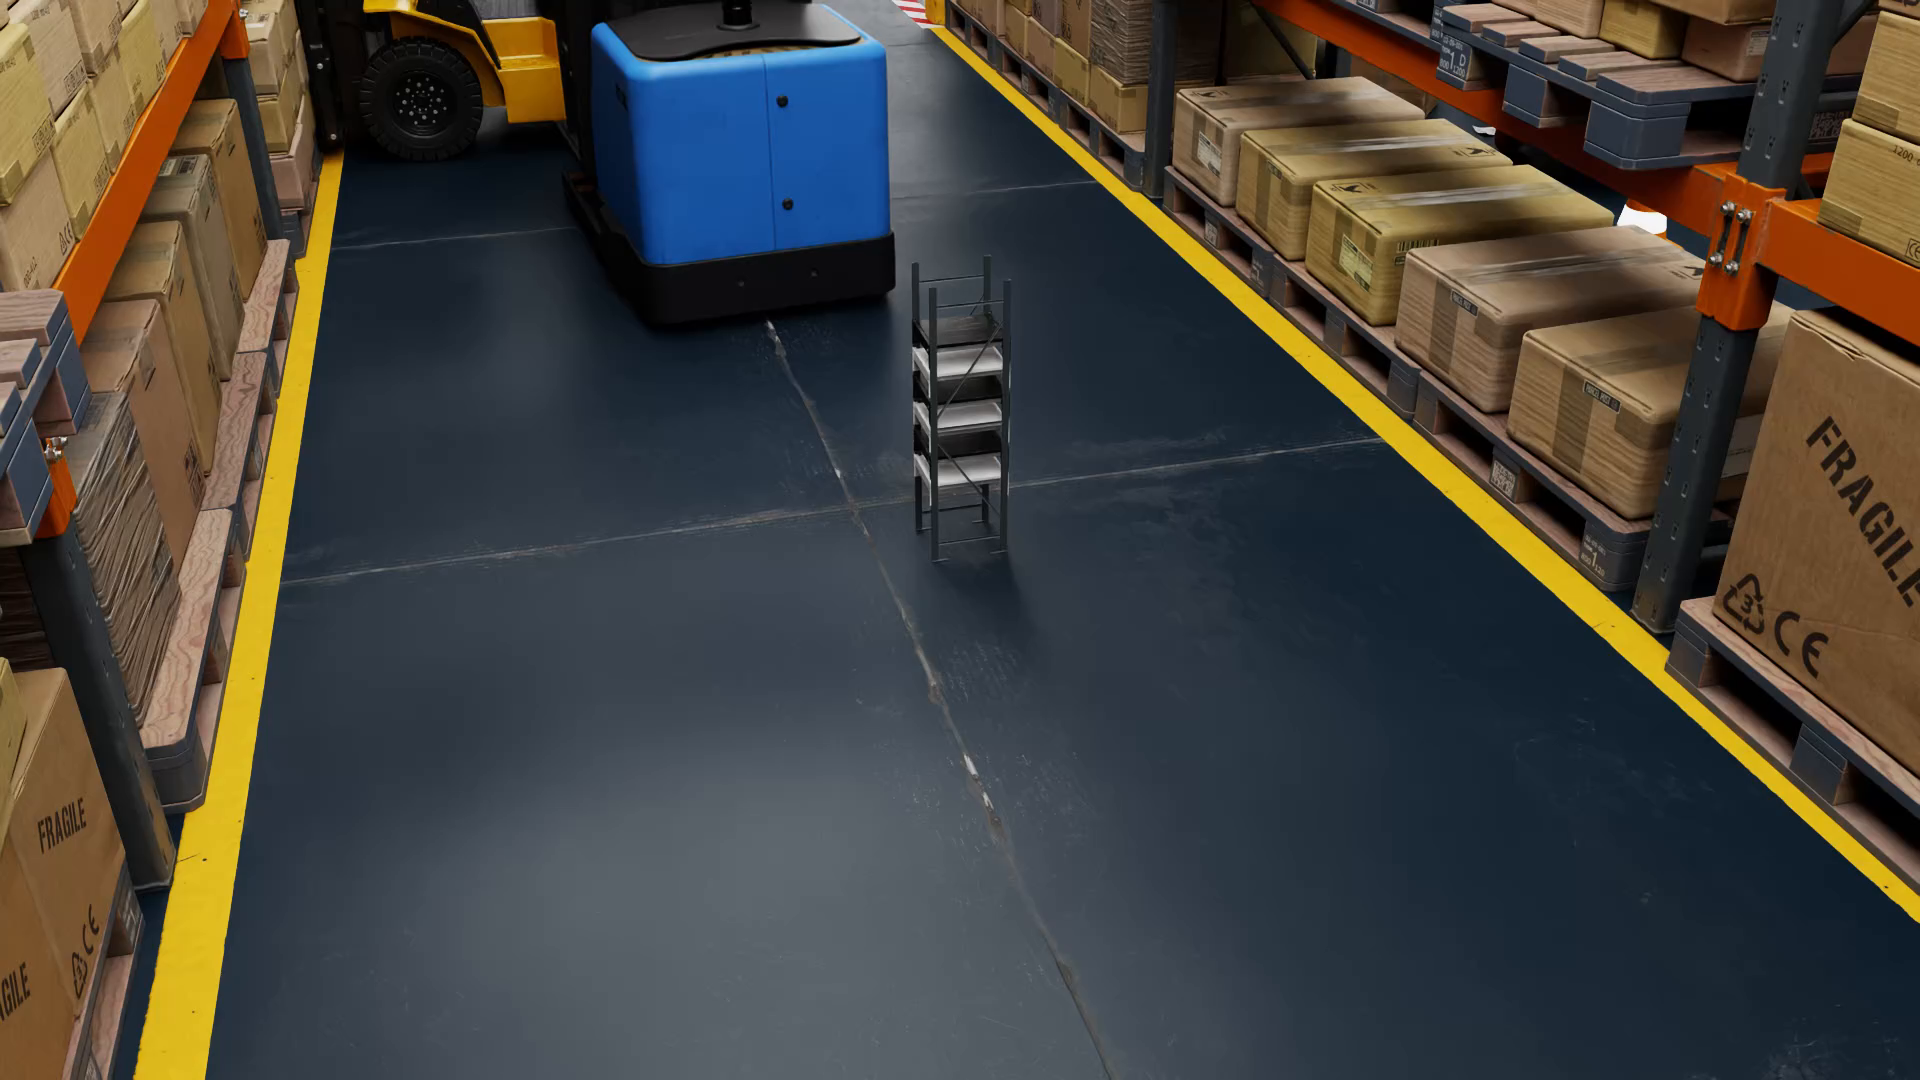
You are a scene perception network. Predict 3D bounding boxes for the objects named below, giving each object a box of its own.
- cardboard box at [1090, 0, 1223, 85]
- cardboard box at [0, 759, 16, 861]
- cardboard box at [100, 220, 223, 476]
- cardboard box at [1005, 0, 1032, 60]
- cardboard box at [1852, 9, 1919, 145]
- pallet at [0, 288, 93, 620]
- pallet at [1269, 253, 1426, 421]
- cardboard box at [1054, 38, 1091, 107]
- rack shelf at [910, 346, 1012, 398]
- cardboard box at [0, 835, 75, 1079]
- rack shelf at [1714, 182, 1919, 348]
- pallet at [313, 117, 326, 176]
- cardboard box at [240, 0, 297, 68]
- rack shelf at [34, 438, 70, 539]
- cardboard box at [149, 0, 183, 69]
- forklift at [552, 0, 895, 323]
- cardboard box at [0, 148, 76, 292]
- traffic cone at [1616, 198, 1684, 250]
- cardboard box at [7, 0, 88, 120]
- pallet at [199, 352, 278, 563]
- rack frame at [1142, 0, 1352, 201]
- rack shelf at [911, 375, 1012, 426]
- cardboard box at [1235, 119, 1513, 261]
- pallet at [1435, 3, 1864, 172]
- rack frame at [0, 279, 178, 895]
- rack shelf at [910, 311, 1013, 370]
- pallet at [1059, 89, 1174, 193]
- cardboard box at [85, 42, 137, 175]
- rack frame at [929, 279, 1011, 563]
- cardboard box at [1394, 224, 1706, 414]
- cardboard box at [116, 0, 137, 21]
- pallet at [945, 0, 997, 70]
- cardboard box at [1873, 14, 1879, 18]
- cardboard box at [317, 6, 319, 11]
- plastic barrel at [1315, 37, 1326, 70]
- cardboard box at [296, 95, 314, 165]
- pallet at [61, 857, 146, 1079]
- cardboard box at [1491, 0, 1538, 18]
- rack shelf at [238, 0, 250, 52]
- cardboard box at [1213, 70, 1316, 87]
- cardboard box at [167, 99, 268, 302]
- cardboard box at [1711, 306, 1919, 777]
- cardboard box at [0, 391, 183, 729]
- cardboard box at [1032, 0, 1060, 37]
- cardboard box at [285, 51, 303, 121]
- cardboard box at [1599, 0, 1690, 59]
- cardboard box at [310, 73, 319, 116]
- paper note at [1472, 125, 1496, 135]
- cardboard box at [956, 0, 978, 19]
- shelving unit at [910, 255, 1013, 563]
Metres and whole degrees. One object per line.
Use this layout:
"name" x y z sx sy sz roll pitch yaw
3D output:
"cardboard box" 0.980 -2.613 8.348 0.500 0.500 0.500 -8 31 -14
"cardboard box" -1.850 0.499 2.823 0.380 0.149 0.250 -9 31 -16
"cardboard box" -2.840 -0.550 5.157 0.875 0.625 0.625 -9 31 -15
"cardboard box" 0.566 -3.035 9.824 0.500 0.250 0.500 -6 31 -10
"cardboard box" 2.353 -0.989 3.615 0.500 0.250 0.500 -8 31 -14
"pallet" -2.080 -0.052 2.537 1.213 0.211 1.003 -8 31 -13
"pallet" 1.931 -0.874 6.549 1.003 0.211 1.213 -8 31 -13
"cardboard box" 0.828 -2.544 8.977 0.500 0.250 0.500 -9 31 -15
"rack shelf" 0.002 -0.512 4.944 0.258 0.077 0.200 -8 31 -13
"cardboard box" -1.885 0.866 2.836 0.500 0.500 0.500 -8 31 -14
"rack shelf" 2.988 0.162 2.693 1.077 0.370 4.000 -8 31 -13
"pallet" -3.887 -2.158 8.768 1.003 0.211 1.213 -8 31 -13
"cardboard box" -3.341 -2.333 7.614 0.500 0.250 0.500 -8 31 -13
"rack shelf" -1.797 0.824 1.550 1.077 0.370 4.000 -8 31 -13
"cardboard box" -2.762 -1.626 5.214 0.500 0.250 0.500 -8 31 -13
"forklift" -1.274 -2.851 7.249 1.130 2.935 3.031 -11 32 -18
"cardboard box" -2.210 -0.635 3.503 0.500 0.250 0.500 -8 31 -13
"traffic cone" 3.074 -1.536 7.442 0.336 0.463 0.334 -8 31 -13
"cardboard box" -2.342 -1.093 3.795 0.500 0.250 0.500 -7 31 -12
"pallet" -2.829 -0.237 5.449 1.003 0.211 1.213 -8 31 -13
"rack frame" 1.395 -3.047 7.520 1.000 3.000 0.127 -8 31 -13
"rack shelf" 0.002 -0.435 4.989 0.258 0.077 0.200 -8 31 -13
"cardboard box" 1.731 -1.492 7.037 0.950 0.372 0.625 -6 31 -10
"pallet" 2.165 -1.362 4.800 1.213 0.211 1.003 -8 31 -13
"rack frame" -2.328 -0.453 3.039 1.000 3.000 0.127 -8 31 -13
"rack shelf" 0.002 -0.590 4.899 0.258 0.077 0.200 -8 31 -13
"pallet" 1.183 -2.160 8.771 1.003 0.211 1.213 -8 31 -13
"cardboard box" -2.482 -1.127 4.352 0.500 0.250 0.500 -9 31 -15
"rack frame" 0.029 -0.336 4.933 0.240 0.900 0.006 -8 31 -13
"cardboard box" 2.113 -0.789 5.823 0.950 0.372 0.625 -8 31 -14
"cardboard box" -2.623 -1.592 4.657 0.500 0.250 0.500 -7 31 -13
"pallet" 0.535 -3.338 10.807 1.003 0.211 1.213 -8 31 -13
"cardboard box" 2.550 -1.370 4.454 0.380 0.149 0.250 -10 31 -16
"cardboard box" -3.740 -2.841 8.991 0.500 0.250 0.500 -9 31 -14
"plastic barrel" 2.342 -3.068 10.127 0.512 0.421 0.421 13 32 21
"cardboard box" -3.348 -1.898 7.860 0.500 0.250 0.500 -9 31 -14
"pallet" -2.166 1.119 3.106 1.003 0.211 1.213 -8 31 -13
"cardboard box" 1.833 -1.673 4.978 0.380 0.149 0.250 -9 31 -16
"rack shelf" -3.920 -3.040 8.225 1.077 0.370 4.000 -8 31 -13
"cardboard box" 1.499 -2.359 8.658 0.500 0.250 0.500 -9 31 -16
"cardboard box" -3.240 -1.289 6.433 0.875 0.625 0.625 -6 31 -11
"cardboard box" 2.560 -0.033 4.014 0.875 0.875 0.875 -8 31 -14
"cardboard box" -2.480 0.090 4.052 0.875 0.625 0.625 -7 31 -12
"cardboard box" 0.706 -3.105 9.197 0.500 0.500 0.500 -6 31 -11
"cardboard box" -3.356 -2.111 7.729 0.500 0.250 0.500 -8 31 -14
"cardboard box" 2.002 -1.435 4.566 0.380 0.149 0.250 -7 31 -13
"cardboard box" -3.615 -2.392 8.713 0.500 0.250 0.500 -7 31 -12
"paper note" 2.900 -2.245 9.098 0.148 0.019 0.142 -8 31 -13
"cardboard box" 0.281 -3.544 10.704 0.500 0.250 0.500 -8 31 -14
"shelving unit" 0.002 -0.386 5.018 0.258 0.900 0.210 -8 31 -13
